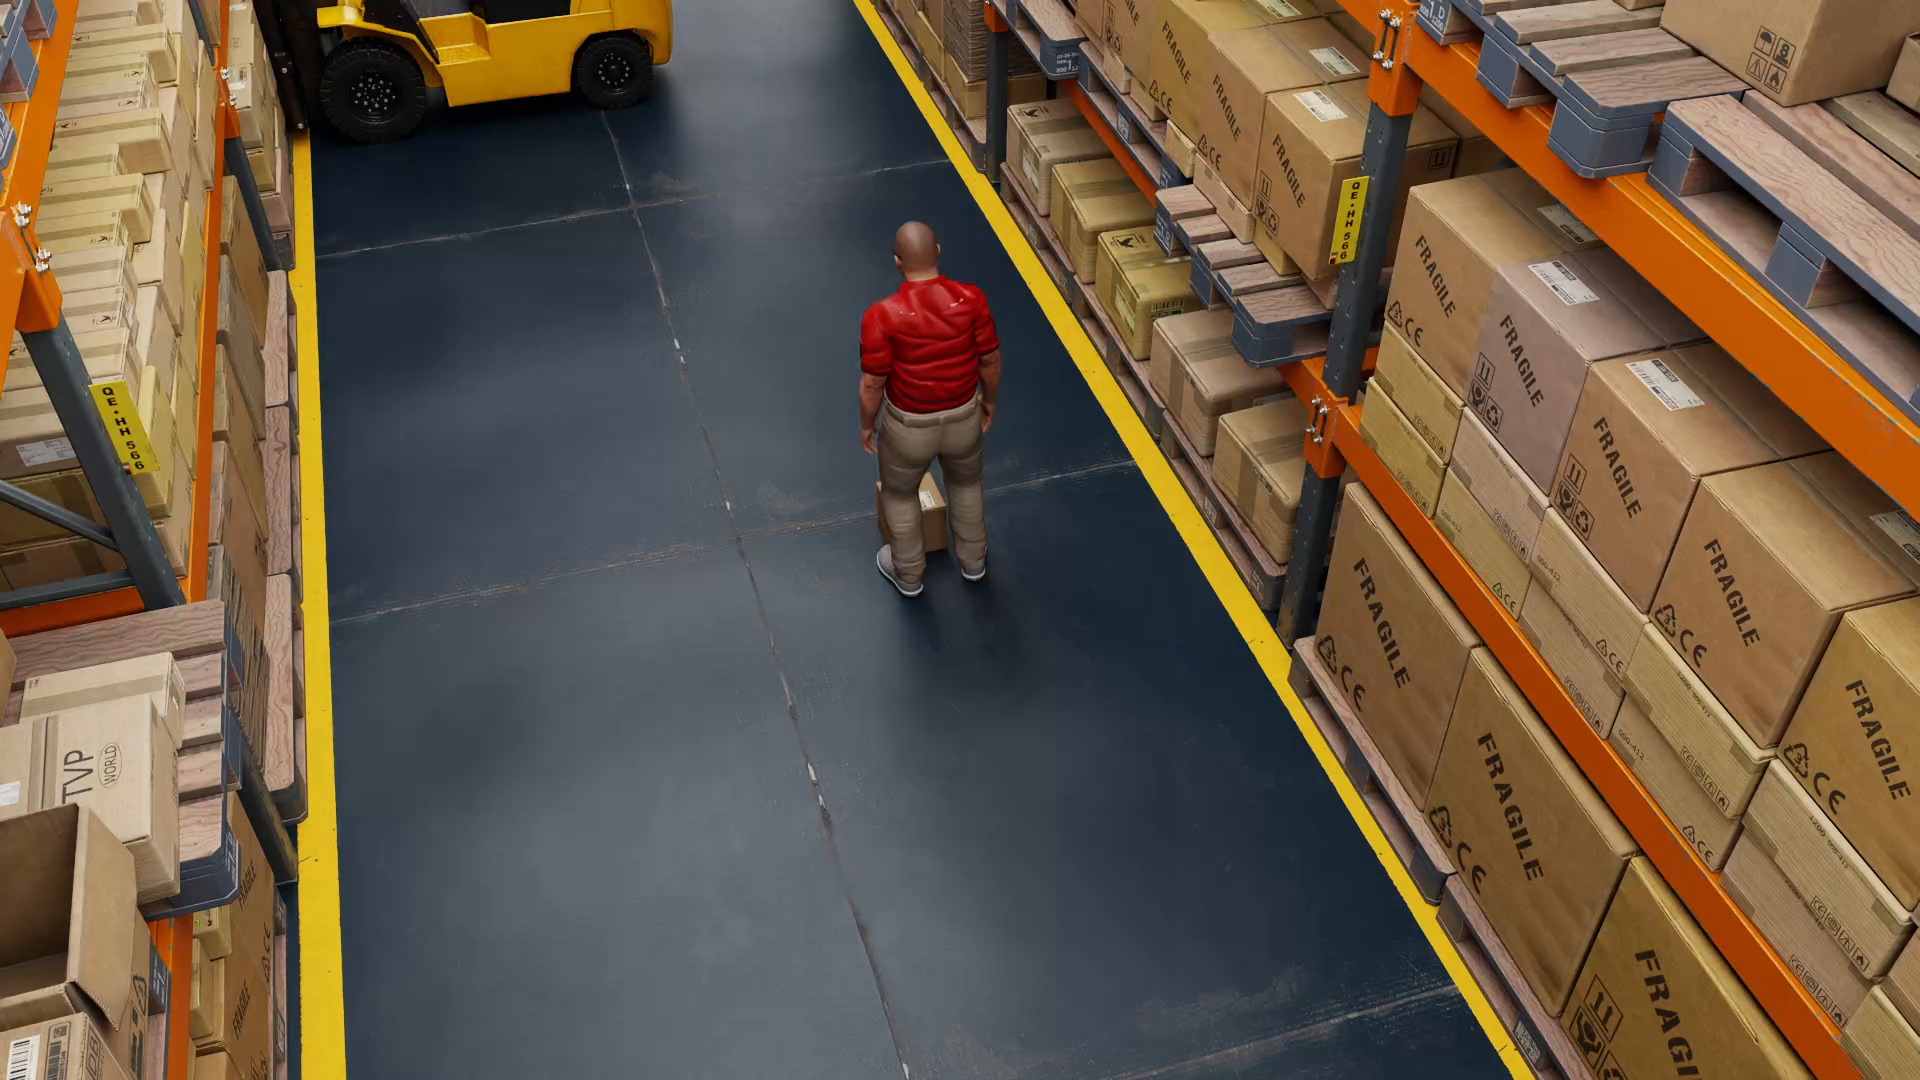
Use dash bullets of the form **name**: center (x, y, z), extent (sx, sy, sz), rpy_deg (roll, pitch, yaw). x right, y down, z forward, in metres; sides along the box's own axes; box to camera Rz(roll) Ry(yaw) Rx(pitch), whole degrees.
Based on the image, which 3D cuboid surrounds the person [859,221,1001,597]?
- **person**: center (-0.129, -0.502, 6.729), extent (0.583, 1.726, 0.385), rpy_deg (-12, 43, -13)
